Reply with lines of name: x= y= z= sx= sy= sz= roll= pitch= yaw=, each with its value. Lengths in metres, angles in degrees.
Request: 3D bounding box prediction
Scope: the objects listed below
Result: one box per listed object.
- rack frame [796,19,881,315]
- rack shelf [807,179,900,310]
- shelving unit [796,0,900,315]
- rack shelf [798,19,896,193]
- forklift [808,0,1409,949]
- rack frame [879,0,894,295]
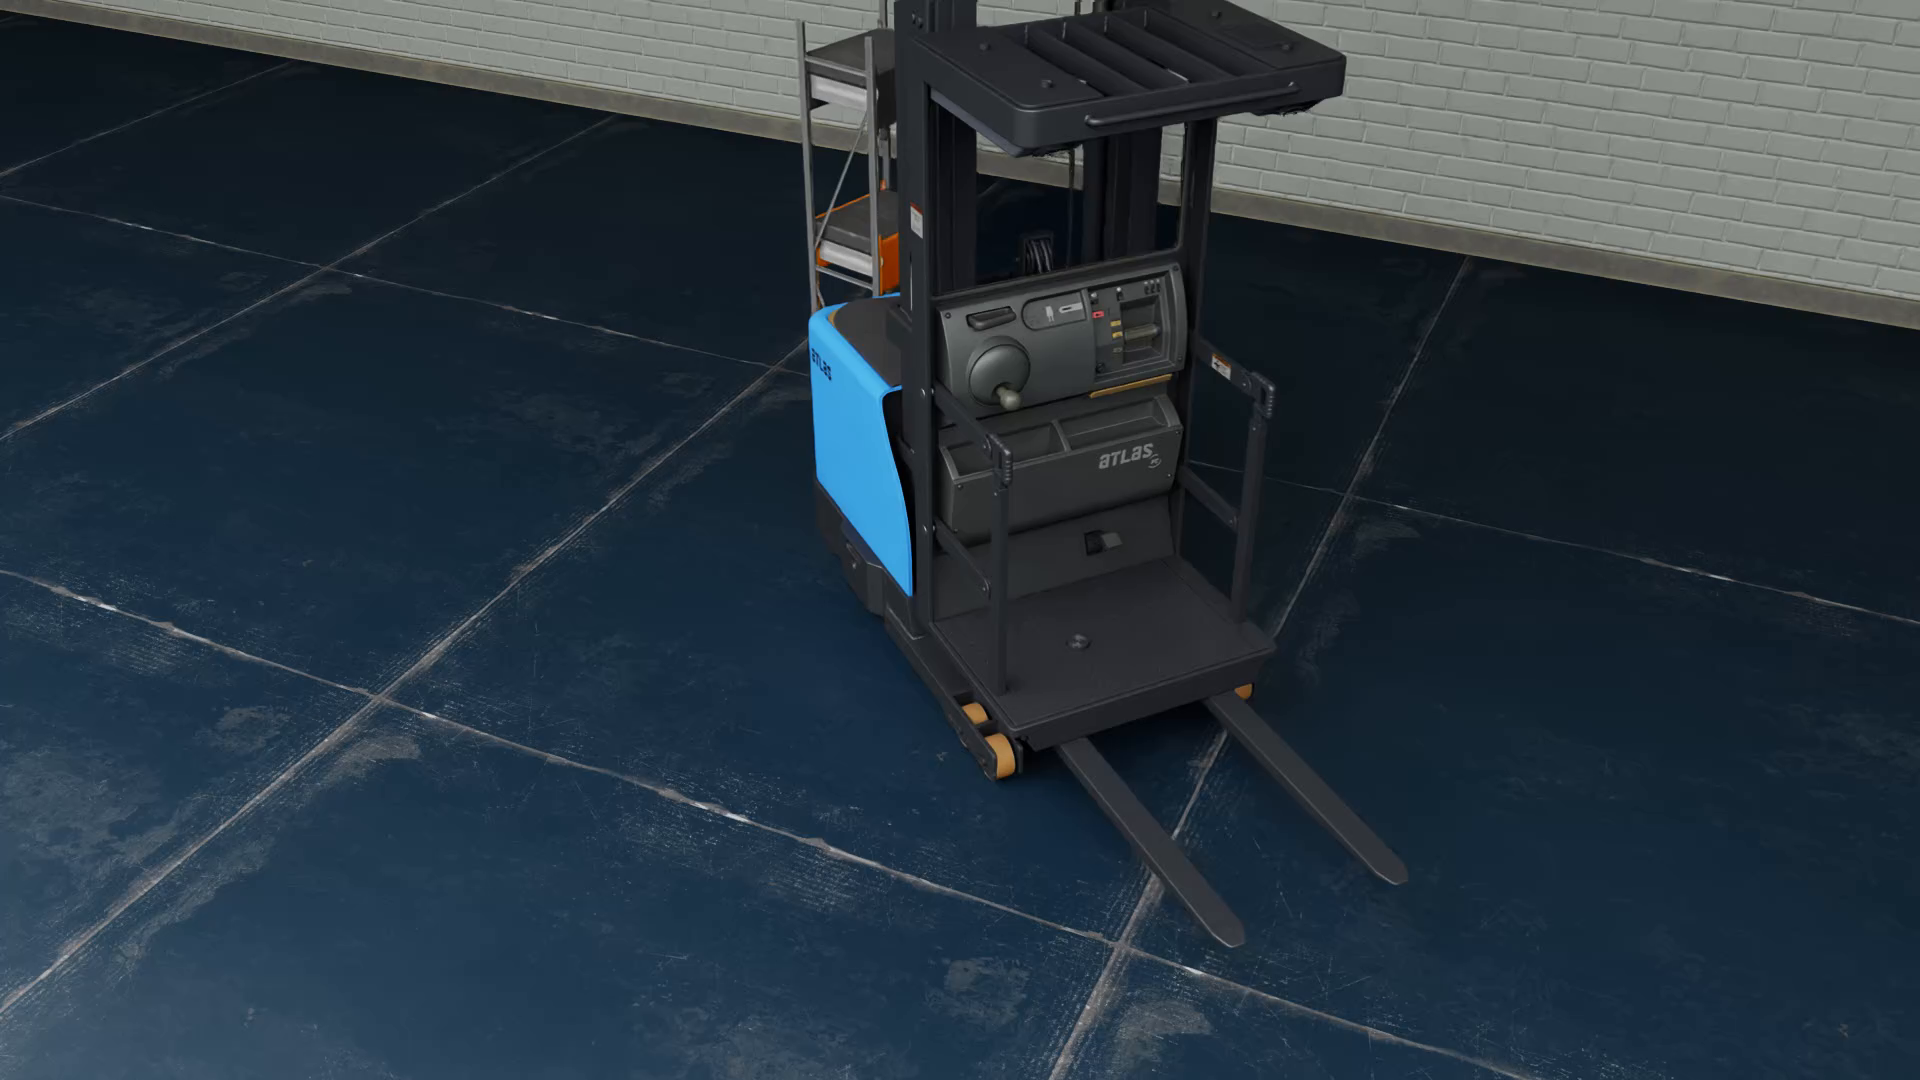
rack frame: x=-0.487 y=-1.103 z=7.017 sx=0.400 sy=2.100 sz=0.015 roll=24 pitch=40 yaw=32
rack shelf: x=-0.332 y=-1.195 z=7.183 sx=0.431 sy=0.518 sz=0.480 roll=24 pitch=40 yaw=32
shelving unit: x=-0.332 y=-1.206 z=7.175 sx=0.431 sy=2.100 sz=0.503 roll=24 pitch=40 yaw=32
rack shelf: x=-0.332 y=-1.780 z=6.799 sx=0.431 sy=0.518 sz=0.480 roll=24 pitch=40 yaw=32
forklift: x=0.461 y=-0.644 z=5.560 sx=1.130 sy=2.935 sz=3.031 roll=-15 pitch=36 yaw=-21
rack frame: x=-0.177 y=-1.310 z=7.333 sx=0.400 sy=2.100 sz=0.015 roll=24 pitch=40 yaw=32
